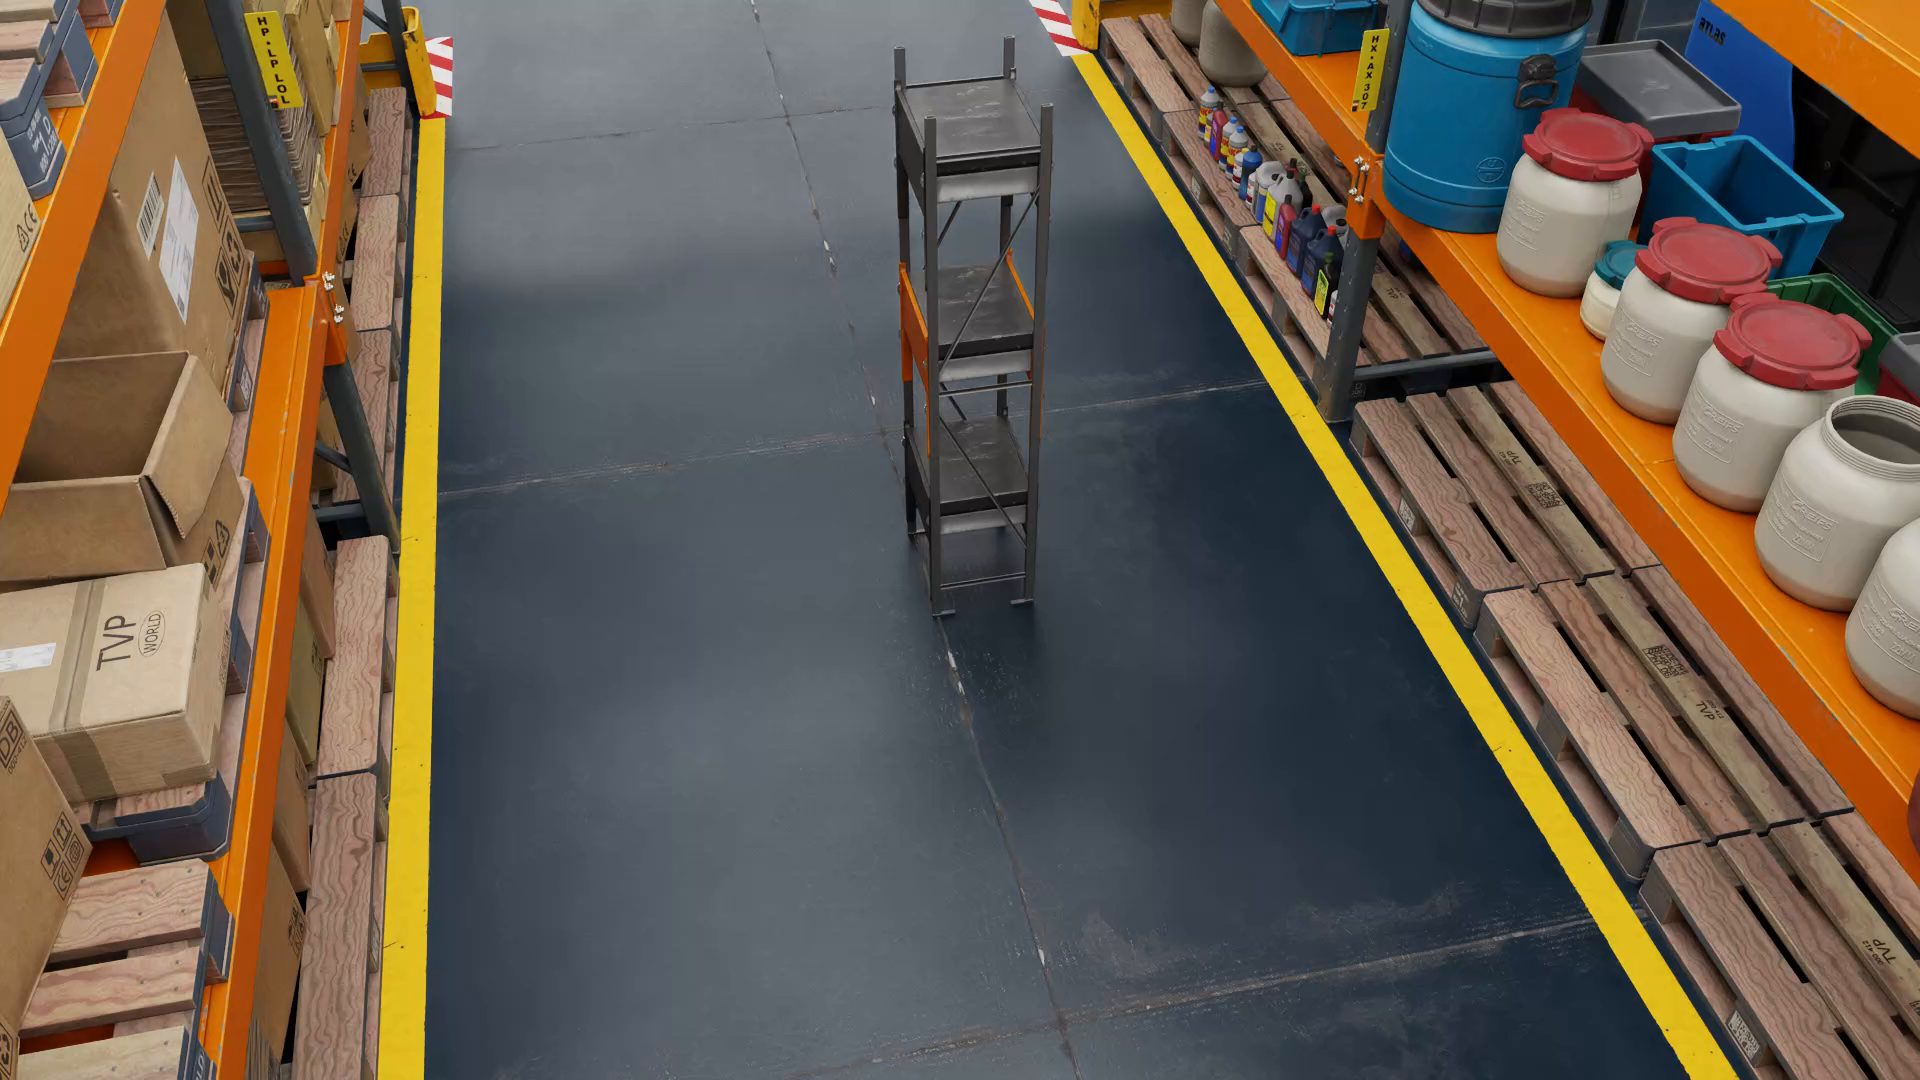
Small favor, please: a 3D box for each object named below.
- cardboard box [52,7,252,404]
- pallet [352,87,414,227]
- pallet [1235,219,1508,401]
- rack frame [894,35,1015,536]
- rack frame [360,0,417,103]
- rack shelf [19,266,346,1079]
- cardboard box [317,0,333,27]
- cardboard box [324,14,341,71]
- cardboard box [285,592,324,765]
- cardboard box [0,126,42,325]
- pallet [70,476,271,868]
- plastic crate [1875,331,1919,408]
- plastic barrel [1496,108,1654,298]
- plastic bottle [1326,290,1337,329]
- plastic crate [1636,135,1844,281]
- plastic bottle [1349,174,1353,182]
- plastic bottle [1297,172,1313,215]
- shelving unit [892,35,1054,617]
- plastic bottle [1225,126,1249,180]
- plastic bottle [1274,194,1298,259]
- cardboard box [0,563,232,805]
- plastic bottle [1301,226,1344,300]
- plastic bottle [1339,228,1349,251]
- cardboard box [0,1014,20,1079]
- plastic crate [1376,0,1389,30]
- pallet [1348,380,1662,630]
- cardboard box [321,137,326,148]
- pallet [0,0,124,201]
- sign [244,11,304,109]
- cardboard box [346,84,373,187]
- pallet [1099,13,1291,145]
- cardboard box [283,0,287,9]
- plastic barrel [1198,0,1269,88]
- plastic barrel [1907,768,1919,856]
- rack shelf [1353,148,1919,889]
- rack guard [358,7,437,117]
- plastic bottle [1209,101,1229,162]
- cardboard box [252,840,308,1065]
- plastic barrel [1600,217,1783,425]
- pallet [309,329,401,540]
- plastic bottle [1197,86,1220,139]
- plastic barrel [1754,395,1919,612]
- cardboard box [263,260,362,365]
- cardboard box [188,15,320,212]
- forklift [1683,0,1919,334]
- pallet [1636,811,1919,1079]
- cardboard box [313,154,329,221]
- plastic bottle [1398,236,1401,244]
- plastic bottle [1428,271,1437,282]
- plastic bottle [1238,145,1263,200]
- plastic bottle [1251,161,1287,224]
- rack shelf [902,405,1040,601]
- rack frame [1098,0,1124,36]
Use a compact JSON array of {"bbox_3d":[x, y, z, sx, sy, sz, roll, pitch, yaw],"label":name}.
[{"bbox_3d":[-2.714,-0.874,4.707,1.000,1.000,1.000,-8,42,-9],"label":"cardboard box"},{"bbox_3d":[-3.455,-1.997,8.841,1.003,0.211,1.213,-8,42,-9],"label":"pallet"},{"bbox_3d":[1.983,-1.136,7.871,1.003,0.211,1.213,-8,42,-9],"label":"pallet"},{"bbox_3d":[-0.017,-0.836,6.110,0.400,2.100,0.015,-8,42,-9],"label":"rack frame"},{"bbox_3d":[-3.612,-3.621,8.569,1.000,3.000,0.127,-8,42,-9],"label":"rack frame"},{"bbox_3d":[-2.317,0.538,4.427,1.077,0.370,4.000,-8,42,-9],"label":"rack shelf"},{"bbox_3d":[-3.133,-2.446,6.947,0.875,0.500,0.500,-8,42,-9],"label":"cardboard box"},{"bbox_3d":[-2.839,-2.087,7.031,0.380,0.149,0.250,-8,42,-9],"label":"cardboard box"},{"bbox_3d":[-2.553,0.455,5.529,0.700,0.500,0.500,-9,42,-10],"label":"cardboard box"},{"bbox_3d":[-1.969,-0.507,2.915,0.500,0.250,0.500,-7,42,-8],"label":"cardboard box"},{"bbox_3d":[-2.353,0.359,4.230,1.003,0.211,1.213,-8,42,-9],"label":"pallet"},{"bbox_3d":[2.901,-0.260,4.735,0.402,0.464,0.583,-8,42,-9],"label":"plastic crate"},{"bbox_3d":[2.080,-1.137,5.669,0.433,0.535,0.433,0,42,0],"label":"plastic barrel"},{"bbox_3d":[1.705,-1.046,7.446,0.097,0.201,0.097,0,42,0],"label":"plastic bottle"},{"bbox_3d":[2.629,-1.061,5.698,0.392,0.384,0.575,-8,42,-9],"label":"plastic crate"},{"bbox_3d":[2.037,-1.911,8.420,0.097,0.201,0.097,0,42,0],"label":"plastic bottle"},{"bbox_3d":[1.650,-1.628,8.039,0.061,0.283,0.133,-8,42,-9],"label":"plastic bottle"},{"bbox_3d":[0.036,-0.678,5.932,0.431,2.100,0.503,-8,42,-9],"label":"shelving unit"},{"bbox_3d":[1.406,-1.968,8.431,0.097,0.271,0.097,0,42,0],"label":"plastic bottle"},{"bbox_3d":[1.549,-1.486,7.880,0.061,0.283,0.133,-6,42,-6],"label":"plastic bottle"},{"bbox_3d":[-2.023,0.345,3.899,0.500,0.250,0.500,-9,42,-10],"label":"cardboard box"},{"bbox_3d":[1.667,-1.288,7.605,0.144,0.351,0.185,-9,42,-10],"label":"plastic bottle"},{"bbox_3d":[1.808,-1.308,7.628,0.144,0.351,0.185,-8,42,-9],"label":"plastic bottle"},{"bbox_3d":[-2.041,1.026,2.943,0.500,0.500,0.500,-13,43,-15],"label":"cardboard box"},{"bbox_3d":[2.098,-2.072,6.871,0.767,0.338,0.504,-8,42,-9],"label":"plastic crate"},{"bbox_3d":[2.295,-0.191,6.806,1.003,0.211,1.213,-8,42,-9],"label":"pallet"},{"bbox_3d":[-2.687,-1.599,6.481,0.380,0.149,0.250,-8,42,-9],"label":"cardboard box"},{"bbox_3d":[-2.493,-0.992,3.490,1.213,0.211,1.003,-8,42,-9],"label":"pallet"},{"bbox_3d":[-2.208,-1.543,5.356,0.100,0.325,0.005,-8,42,-9],"label":"sign"},{"bbox_3d":[-3.331,-2.053,8.370,0.500,0.500,0.500,2,42,2],"label":"cardboard box"},{"bbox_3d":[1.456,-2.718,9.653,1.003,0.211,1.213,-8,42,-9],"label":"pallet"},{"bbox_3d":[-2.707,-2.202,5.919,0.500,0.500,0.500,-8,42,-9],"label":"cardboard box"},{"bbox_3d":[1.549,-2.817,9.221,0.421,0.512,0.421,0,42,0],"label":"plastic barrel"},{"bbox_3d":[2.555,0.547,3.772,0.600,0.536,0.708,-8,42,-9],"label":"plastic barrel"},{"bbox_3d":[2.519,-0.172,5.226,1.077,0.370,4.000,-8,42,-9],"label":"rack shelf"},{"bbox_3d":[-3.596,-2.637,9.344,1.175,0.500,0.348,-8,42,-9],"label":"rack guard"},{"bbox_3d":[1.342,-2.110,8.582,0.061,0.283,0.133,-8,42,-9],"label":"plastic bottle"},{"bbox_3d":[-2.311,1.180,4.713,0.700,0.500,0.500,-5,42,-6],"label":"cardboard box"},{"bbox_3d":[2.238,-0.661,5.133,0.433,0.535,0.433,0,42,0],"label":"plastic barrel"},{"bbox_3d":[-2.928,-0.415,7.059,1.003,0.211,1.213,-8,42,-9],"label":"pallet"},{"bbox_3d":[1.311,-2.255,8.754,0.097,0.271,0.097,0,42,0],"label":"plastic bottle"},{"bbox_3d":[2.429,-0.096,4.514,0.421,0.512,0.421,0,42,0],"label":"plastic barrel"},{"bbox_3d":[-2.927,-0.885,7.054,0.500,0.500,0.500,4,42,4],"label":"cardboard box"},{"bbox_3d":[-2.786,-1.477,5.855,0.875,0.500,0.500,-8,42,-9],"label":"cardboard box"},{"bbox_3d":[4.505,-2.165,6.981,1.130,2.935,3.031,-9,42,-10],"label":"forklift"},{"bbox_3d":[2.821,1.390,5.025,1.003,0.211,1.213,-8,42,-9],"label":"pallet"},{"bbox_3d":[-2.543,-1.280,6.122,0.380,0.149,0.250,-8,42,-9],"label":"cardboard box"},{"bbox_3d":[2.169,-1.541,7.950,0.097,0.271,0.097,0,42,0],"label":"plastic bottle"},{"bbox_3d":[2.246,-1.346,7.721,0.061,0.283,0.133,-8,42,-9],"label":"plastic bottle"},{"bbox_3d":[1.450,-1.836,8.283,0.097,0.271,0.097,0,42,0],"label":"plastic bottle"},{"bbox_3d":[1.524,-1.699,8.125,0.152,0.276,0.135,-8,42,-8],"label":"plastic bottle"},{"bbox_3d":[0.036,-0.144,6.406,0.431,0.518,0.480,-8,42,-9],"label":"rack shelf"},{"bbox_3d":[1.224,-4.330,9.369,1.000,3.000,0.127,-8,42,-9],"label":"rack frame"}]
